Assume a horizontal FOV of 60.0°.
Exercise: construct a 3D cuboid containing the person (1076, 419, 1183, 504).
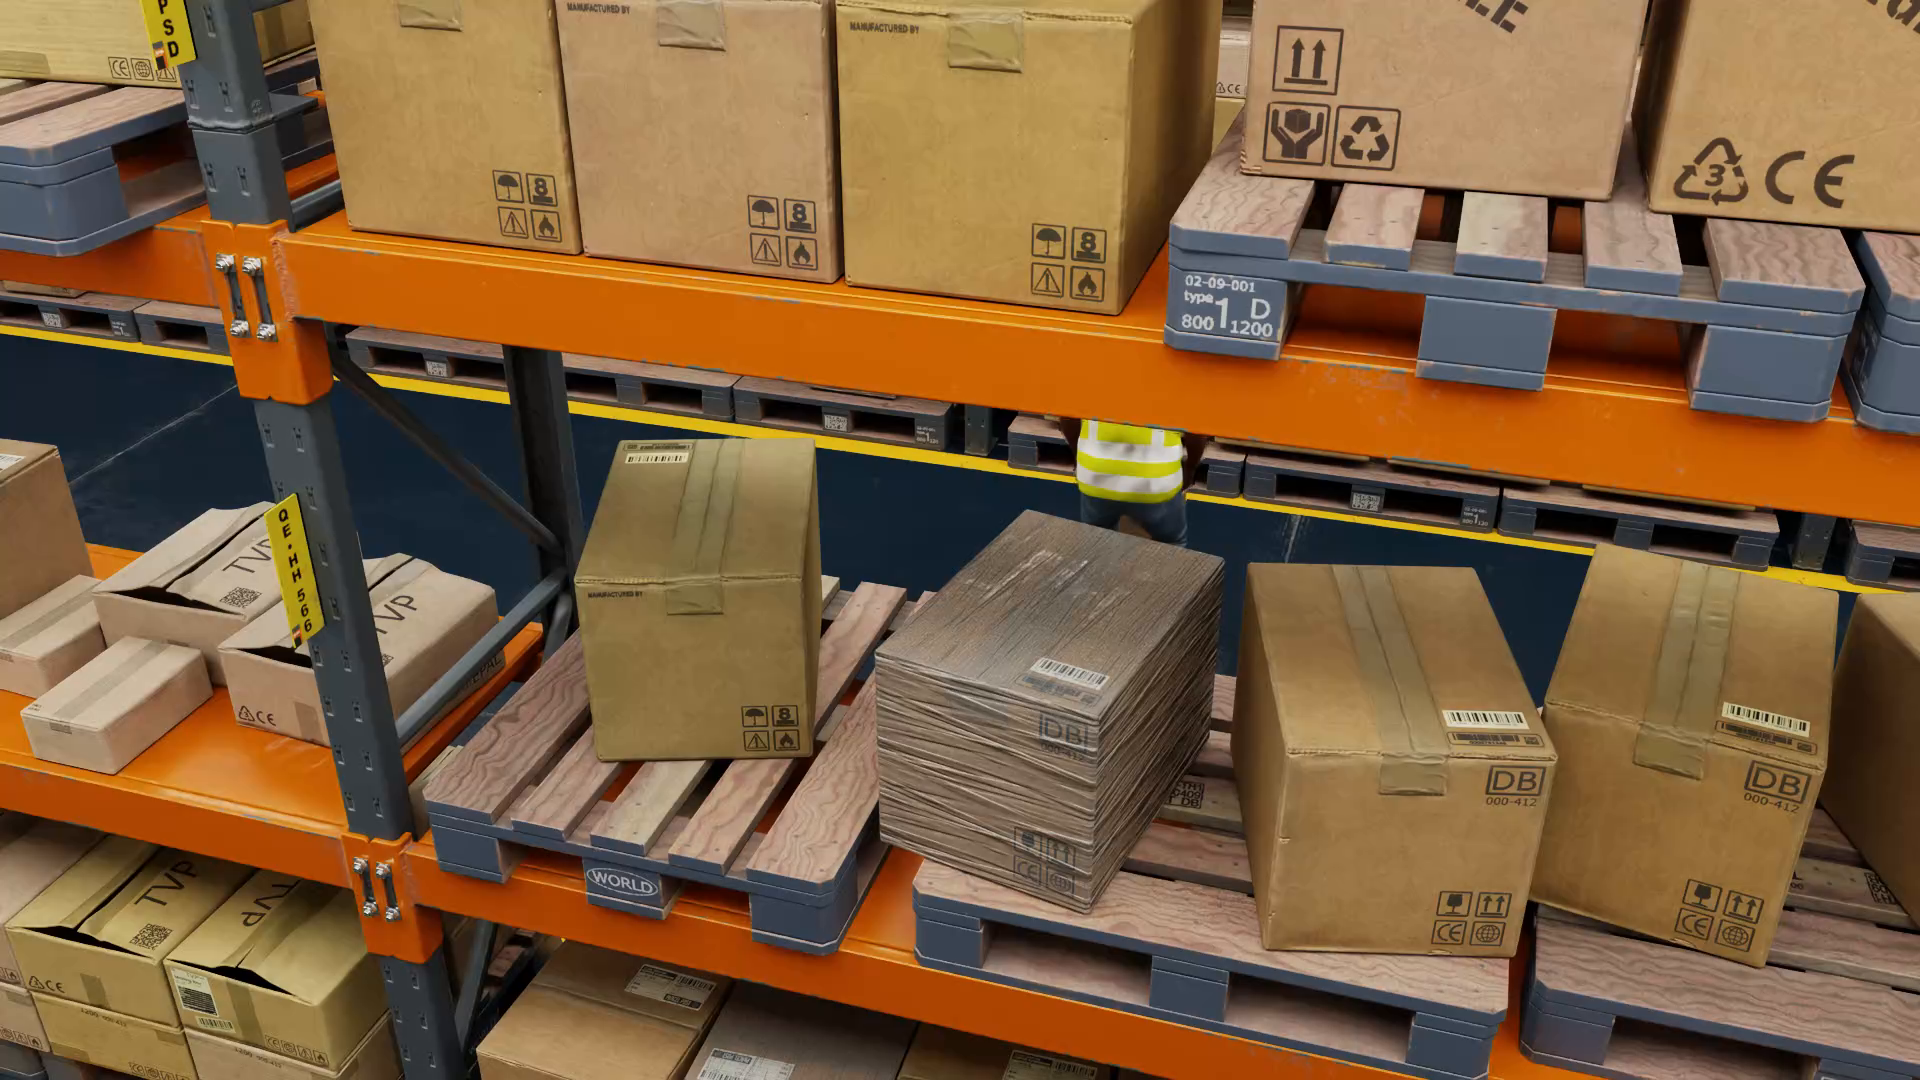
[{"bbox_3d":[-6.239,2.429,0.257,9.355,3.197,17.998,9,30,16],"label":"person"}]
